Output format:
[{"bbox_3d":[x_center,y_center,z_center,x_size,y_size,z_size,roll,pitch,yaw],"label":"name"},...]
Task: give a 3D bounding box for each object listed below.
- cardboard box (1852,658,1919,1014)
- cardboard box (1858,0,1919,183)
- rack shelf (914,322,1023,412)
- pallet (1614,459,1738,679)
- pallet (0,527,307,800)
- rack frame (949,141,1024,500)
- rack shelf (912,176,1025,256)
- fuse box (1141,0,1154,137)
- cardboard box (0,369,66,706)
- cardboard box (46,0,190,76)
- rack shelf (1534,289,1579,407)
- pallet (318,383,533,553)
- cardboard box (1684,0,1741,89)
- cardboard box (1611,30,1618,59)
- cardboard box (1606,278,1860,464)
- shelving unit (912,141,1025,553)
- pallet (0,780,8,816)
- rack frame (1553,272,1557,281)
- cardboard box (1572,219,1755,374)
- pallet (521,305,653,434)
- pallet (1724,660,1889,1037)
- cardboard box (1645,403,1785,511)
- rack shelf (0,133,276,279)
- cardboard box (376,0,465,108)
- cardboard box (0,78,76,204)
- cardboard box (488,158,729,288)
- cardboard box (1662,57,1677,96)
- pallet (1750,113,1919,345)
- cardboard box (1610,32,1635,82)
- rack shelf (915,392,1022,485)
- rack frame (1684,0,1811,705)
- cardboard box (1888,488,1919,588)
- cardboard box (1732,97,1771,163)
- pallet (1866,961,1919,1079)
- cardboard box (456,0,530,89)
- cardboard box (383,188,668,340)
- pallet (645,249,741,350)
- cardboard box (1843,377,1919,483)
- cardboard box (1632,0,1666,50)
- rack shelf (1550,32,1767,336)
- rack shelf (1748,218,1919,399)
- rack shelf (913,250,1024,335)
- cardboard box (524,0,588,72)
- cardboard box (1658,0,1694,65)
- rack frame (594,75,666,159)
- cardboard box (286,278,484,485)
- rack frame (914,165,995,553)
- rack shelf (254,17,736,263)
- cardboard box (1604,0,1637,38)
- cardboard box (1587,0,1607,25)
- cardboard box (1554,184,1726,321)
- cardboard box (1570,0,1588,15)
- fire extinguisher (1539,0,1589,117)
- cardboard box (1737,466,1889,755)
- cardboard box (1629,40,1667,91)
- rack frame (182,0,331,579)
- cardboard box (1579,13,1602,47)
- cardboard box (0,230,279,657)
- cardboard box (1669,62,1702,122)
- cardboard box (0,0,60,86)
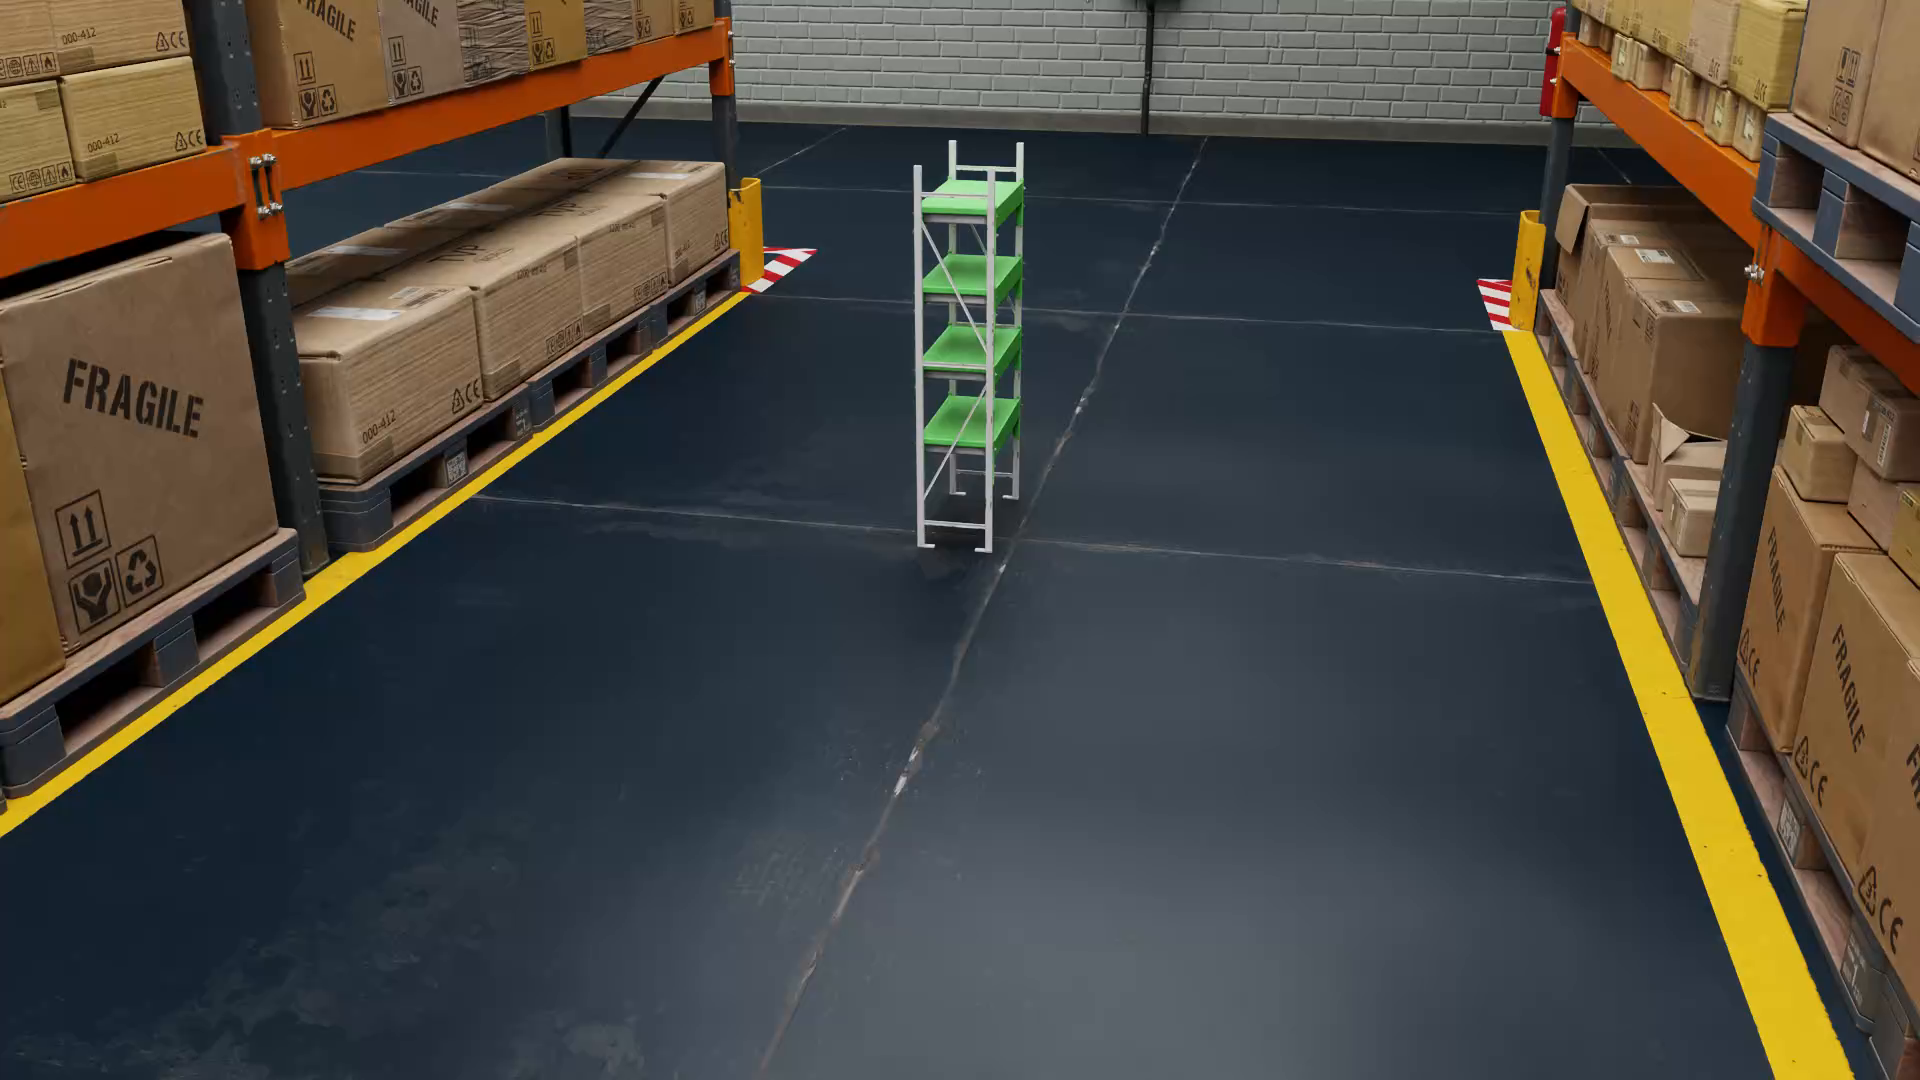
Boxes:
[{"bbox_3d":[1.878,0.546,2.767,0.500,0.500,0.500,4,22,9],"label":"cardboard box"},{"bbox_3d":[1.979,-0.848,2.748,0.700,0.500,0.500,5,22,12],"label":"cardboard box"},{"bbox_3d":[0.034,-0.558,5.304,0.258,0.148,0.480,4,22,11],"label":"rack shelf"},{"bbox_3d":[2.543,0.086,4.857,1.003,0.211,1.213,4,22,11],"label":"pallet"},{"bbox_3d":[-2.541,0.248,4.455,1.003,0.211,1.213,4,22,11],"label":"pallet"},{"bbox_3d":[0.084,-0.706,5.501,0.240,1.200,0.015,4,22,11],"label":"rack frame"},{"bbox_3d":[0.034,-1.003,5.124,0.258,0.148,0.480,4,22,11],"label":"rack shelf"},{"bbox_3d":[1.513,-4.049,13.117,0.539,1.711,0.414,4,22,11],"label":"fuse box"},{"bbox_3d":[-2.683,0.021,3.567,0.875,0.875,0.875,5,22,12],"label":"cardboard box"},{"bbox_3d":[-2.310,-1.316,4.137,0.500,0.250,0.500,4,22,11],"label":"cardboard box"},{"bbox_3d":[-12.557,-1.232,4.665,30.696,2.800,11.642,4,22,11],"label":"rack shelf"},{"bbox_3d":[-2.226,-0.312,5.846,1.003,0.211,1.213,4,22,11],"label":"pallet"},{"bbox_3d":[2.355,-1.414,4.652,0.500,0.250,0.500,5,22,11],"label":"cardboard box"},{"bbox_3d":[2.745,-1.920,6.443,0.380,0.149,0.250,5,23,13],"label":"cardboard box"},{"bbox_3d":[2.577,-0.549,5.485,0.700,0.500,0.500,4,22,9],"label":"cardboard box"},{"bbox_3d":[0.034,-0.617,5.280,0.258,1.200,0.503,4,22,11],"label":"shelving unit"},{"bbox_3d":[-2.788,0.696,3.344,1.003,0.211,1.213,4,22,11],"label":"pallet"},{"bbox_3d":[3.215,-2.419,7.346,0.949,2.616,0.053,4,22,11],"label":"rack frame"},{"bbox_3d":[2.788,-0.928,6.427,0.700,0.500,0.500,5,23,13],"label":"cardboard box"},{"bbox_3d":[-1.979,-0.759,6.957,1.003,0.211,1.213,4,22,11],"label":"pallet"},{"bbox_3d":[2.273,0.638,3.488,1.003,0.211,1.213,4,22,11],"label":"pallet"},{"bbox_3d":[2.301,-0.240,5.031,0.396,0.266,0.258,5,23,13],"label":"cardboard box"},{"bbox_3d":[-2.866,-0.268,2.967,1.077,0.370,4.000,4,22,11],"label":"rack shelf"},{"bbox_3d":[-1.999,-1.715,5.463,0.500,0.500,0.500,5,22,11],"label":"cardboard box"},{"bbox_3d":[-2.407,-0.894,3.760,0.500,0.250,0.500,4,22,10],"label":"cardboard box"},{"bbox_3d":[-1.678,-1.553,8.063,0.875,0.438,0.875,4,22,9],"label":"cardboard box"},{"bbox_3d":[2.552,-1.539,5.495,0.380,0.149,0.250,4,22,11],"label":"cardboard box"},{"bbox_3d":[2.132,-0.583,3.044,1.003,0.211,1.213,4,22,11],"label":"pallet"},{"bbox_3d":[2.571,-1.736,5.985,0.380,0.149,0.250,4,22,9],"label":"cardboard box"},{"bbox_3d":[0.034,-0.335,5.393,0.258,0.148,0.480,4,22,11],"label":"rack shelf"},{"bbox_3d":[2.402,-0.956,3.713,1.000,3.000,0.127,4,22,11],"label":"rack frame"},{"bbox_3d":[2.047,0.020,3.203,0.380,0.149,0.250,3,22,8],"label":"cardboard box"},{"bbox_3d":[2.252,-1.072,4.338,0.380,0.149,0.250,5,22,12],"label":"cardboard box"},{"bbox_3d":[2.027,1.085,2.377,1.003,0.211,1.213,4,22,11],"label":"pallet"},{"bbox_3d":[-1.891,-1.896,5.913,0.500,0.500,0.500,5,22,11],"label":"cardboard box"},{"bbox_3d":[-1.857,-1.218,7.230,0.875,0.438,0.875,5,22,12],"label":"cardboard box"},{"bbox_3d":[-1.728,-1.204,8.061,1.003,0.211,1.213,4,22,11],"label":"pallet"},{"bbox_3d":[2.063,-0.221,3.404,0.380,0.149,0.250,3,22,8],"label":"cardboard box"},{"bbox_3d":[2.576,-1.783,5.569,0.500,0.250,0.500,4,22,10],"label":"cardboard box"},{"bbox_3d":[2.810,-1.354,5.663,1.077,0.370,4.000,4,22,11],"label":"rack shelf"},{"bbox_3d":[1.994,0.109,2.031,1.077,0.370,4.000,4,22,11],"label":"rack shelf"},{"bbox_3d":[0.034,-0.780,5.214,0.258,0.148,0.480,4,22,11],"label":"rack shelf"},{"bbox_3d":[-1.786,-2.085,6.381,0.500,0.500,0.500,5,22,13],"label":"cardboard box"},{"bbox_3d":[2.470,-1.595,5.102,0.500,0.250,0.500,4,22,11],"label":"cardboard box"},{"bbox_3d":[-1.638,-2.796,8.281,0.949,2.616,0.053,4,22,11],"label":"rack frame"},{"bbox_3d":[-2.224,-0.561,5.599,0.875,0.438,0.875,4,22,10],"label":"cardboard box"},{"bbox_3d":[-0.016,-0.528,5.058,0.240,1.200,0.015,4,22,11],"label":"rack frame"},{"bbox_3d":[-2.050,-1.731,6.599,1.077,0.370,4.000,4,22,11],"label":"rack shelf"},{"bbox_3d":[2.659,-1.972,6.038,0.500,0.250,0.500,4,22,10],"label":"cardboard box"},{"bbox_3d":[2.760,-2.158,6.499,0.500,0.250,0.500,5,22,11],"label":"cardboard box"},{"bbox_3d":[3.001,-1.239,7.195,0.797,0.503,0.637,4,22,9],"label":"cardboard box"},{"bbox_3d":[2.862,-2.342,6.956,0.500,0.250,0.500,5,22,11],"label":"cardboard box"},{"bbox_3d":[2.796,-2.299,7.650,0.296,0.674,0.183,4,22,11],"label":"fire extinguisher"},{"bbox_3d":[2.083,0.168,3.705,0.500,0.500,0.500,5,23,13],"label":"cardboard box"},{"bbox_3d":[2.538,-1.638,5.742,0.380,0.149,0.250,5,22,12],"label":"cardboard box"},{"bbox_3d":[-2.458,-1.333,4.649,1.000,3.000,0.127,4,22,11],"label":"rack frame"},{"bbox_3d":[2.883,-2.203,7.145,0.380,0.149,0.250,4,22,11],"label":"cardboard box"},{"bbox_3d":[-2.506,-0.310,4.389,0.875,0.875,0.875,5,23,13],"label":"cardboard box"},{"bbox_3d":[2.386,-1.359,5.048,0.380,0.149,0.250,4,22,10],"label":"cardboard box"},{"bbox_3d":[-2.404,-1.132,3.682,0.500,0.250,0.500,5,22,12],"label":"cardboard box"}]
